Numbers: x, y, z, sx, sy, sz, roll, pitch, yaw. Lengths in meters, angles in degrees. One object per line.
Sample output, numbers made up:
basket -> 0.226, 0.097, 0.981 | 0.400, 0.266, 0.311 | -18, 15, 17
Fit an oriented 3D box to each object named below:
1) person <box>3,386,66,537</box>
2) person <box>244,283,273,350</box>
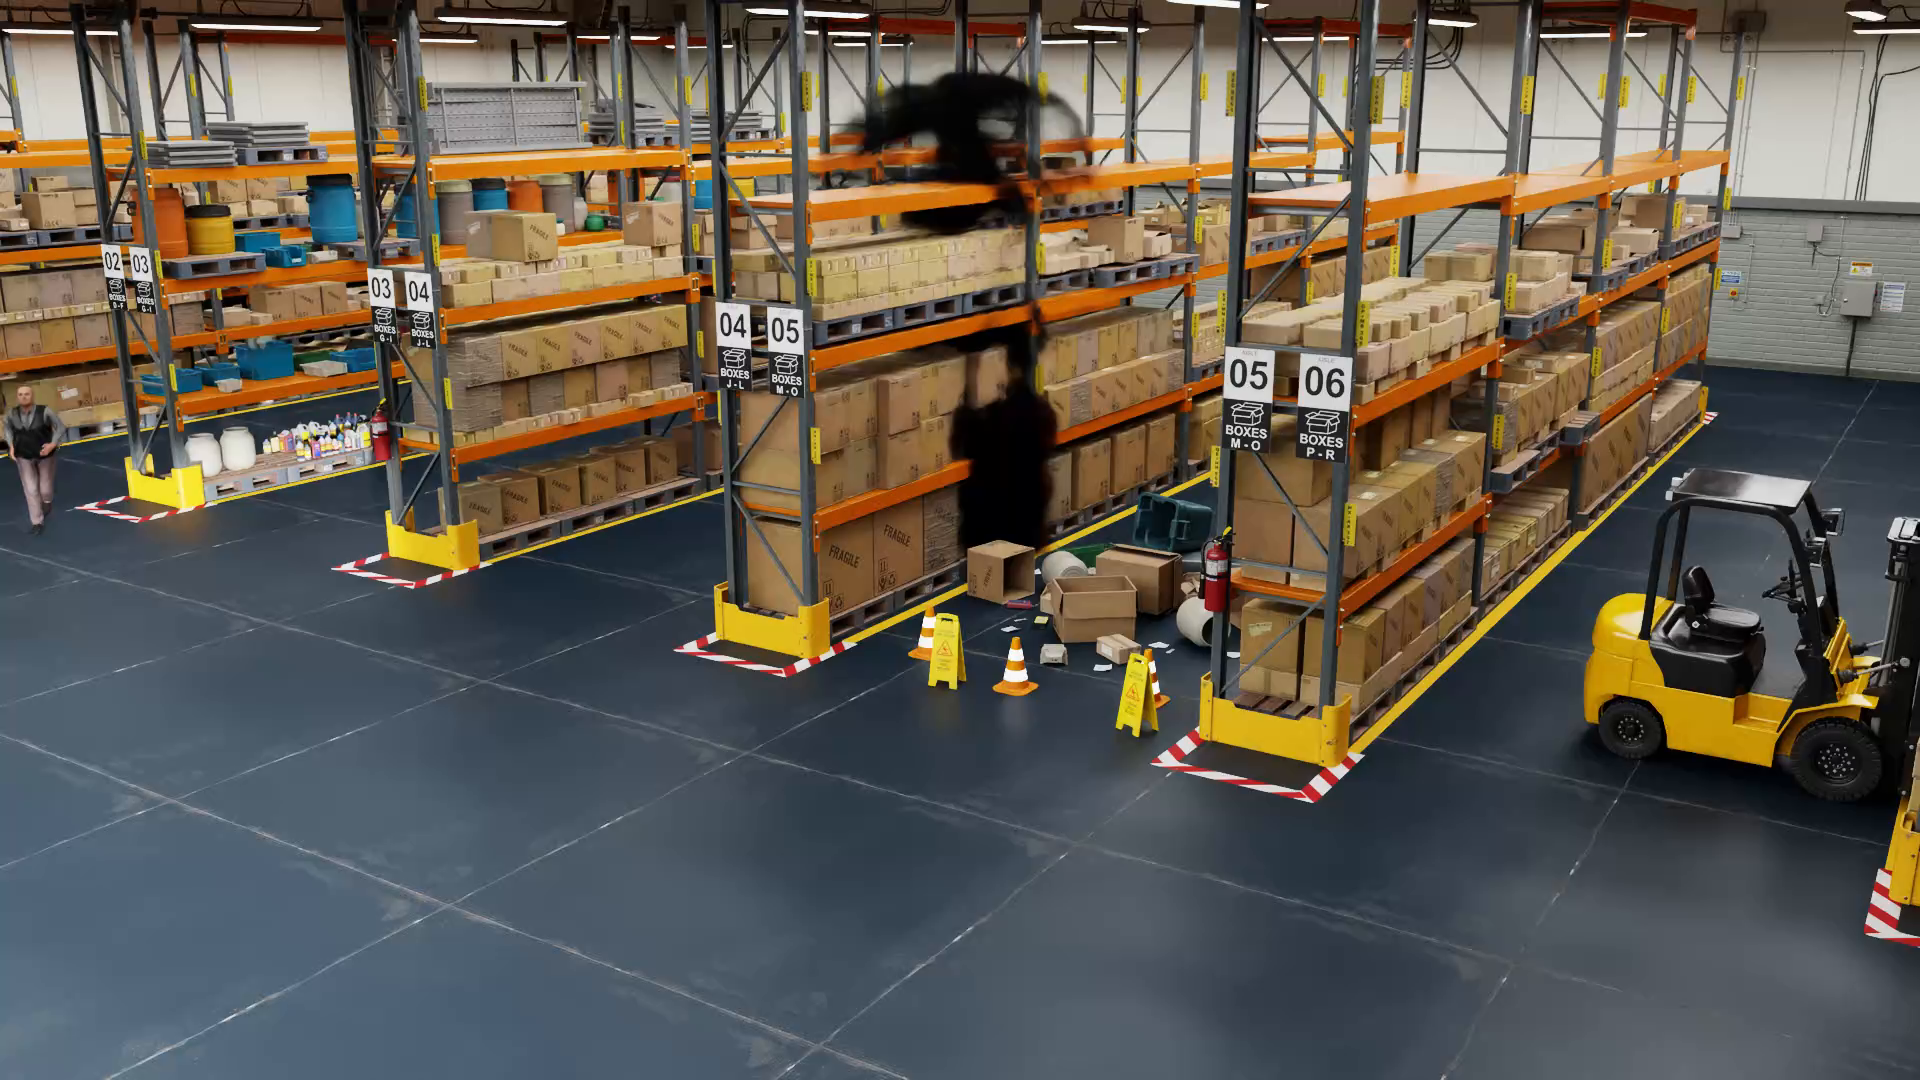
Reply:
person -> -10.828, -0.972, 19.546 | 0.671, 1.732, 0.790 | -6, 17, -20
person -> -12.300, -3.714, 29.323 | 0.715, 1.731, 0.825 | 8, 17, 26
